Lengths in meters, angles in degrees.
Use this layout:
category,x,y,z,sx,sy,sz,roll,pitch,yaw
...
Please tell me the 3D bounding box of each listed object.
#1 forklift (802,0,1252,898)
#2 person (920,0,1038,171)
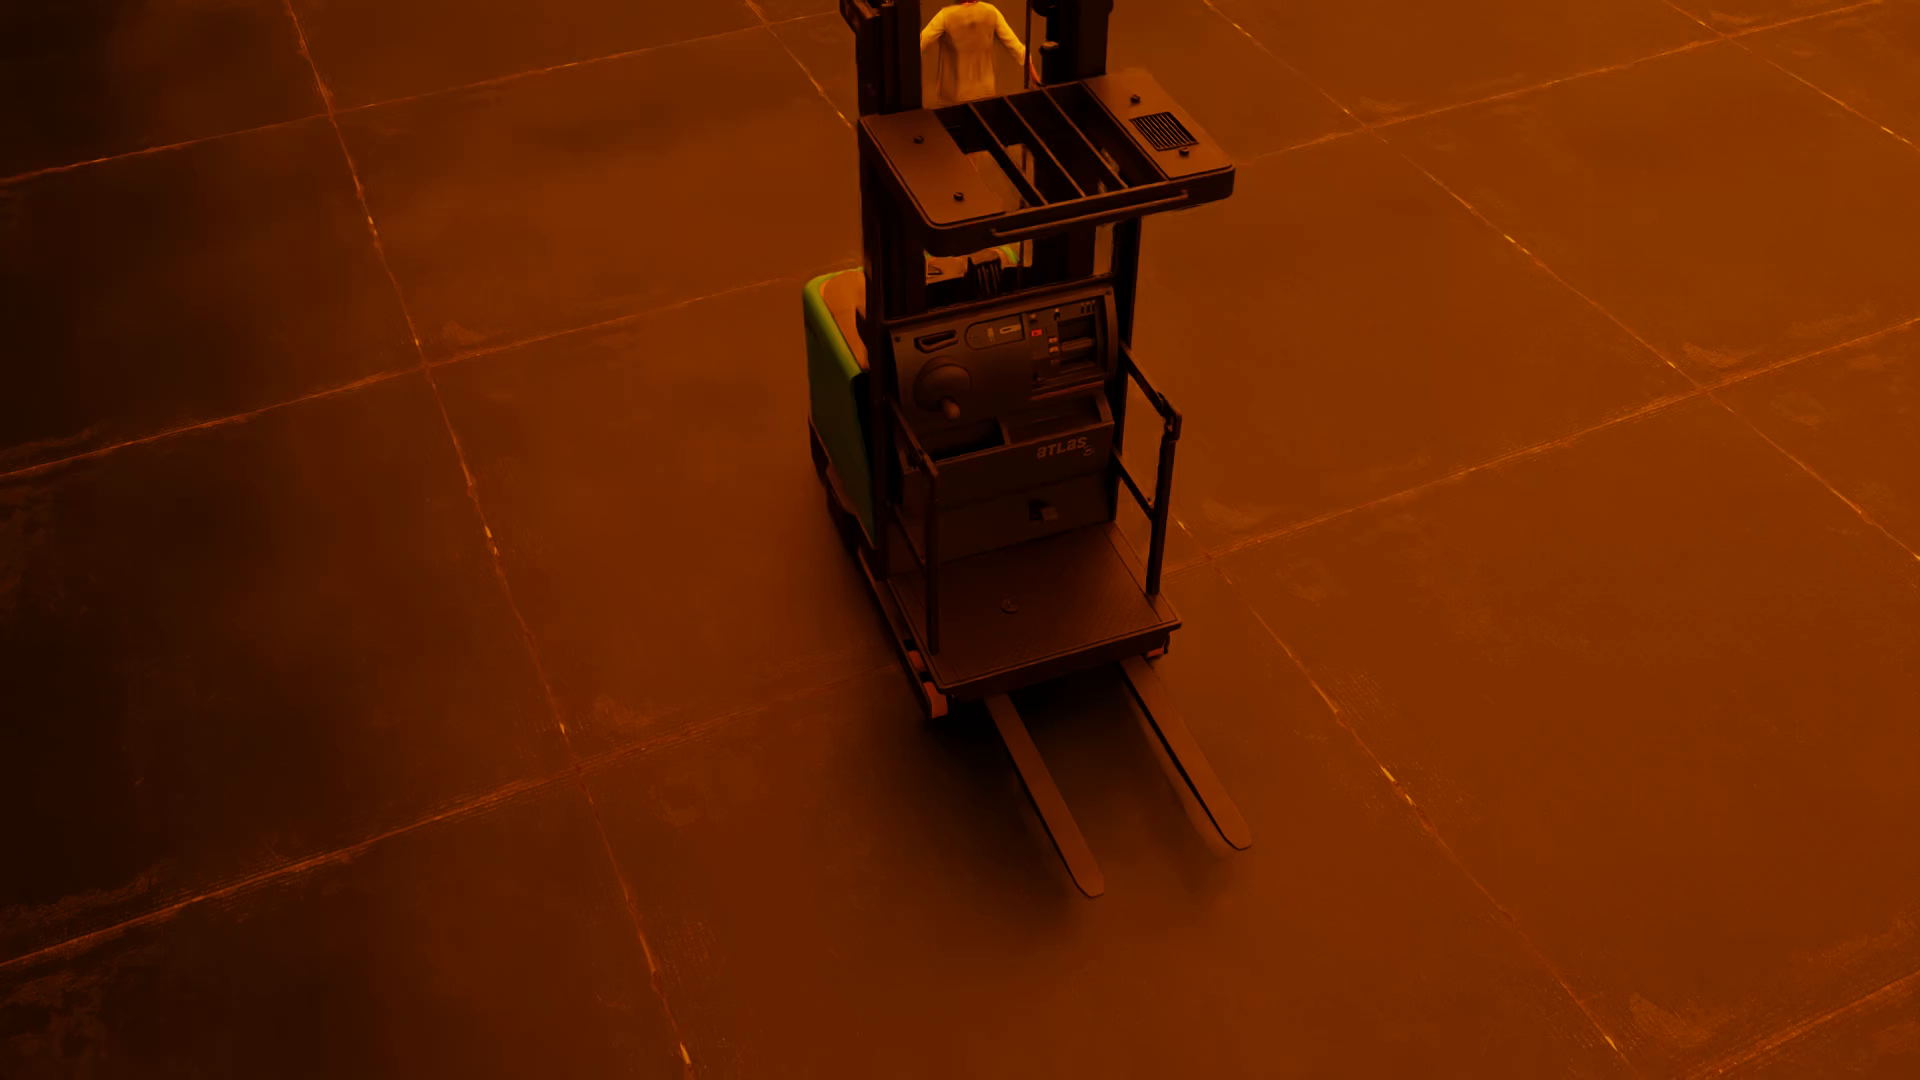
category,x,y,z,sx,sy,sz,roll,pitch,yaw
forklift,0.259,-0.644,6.370,1.130,2.935,3.031,-14,45,-15
person,0.042,-2.525,9.399,0.822,1.573,0.708,-15,45,-15
